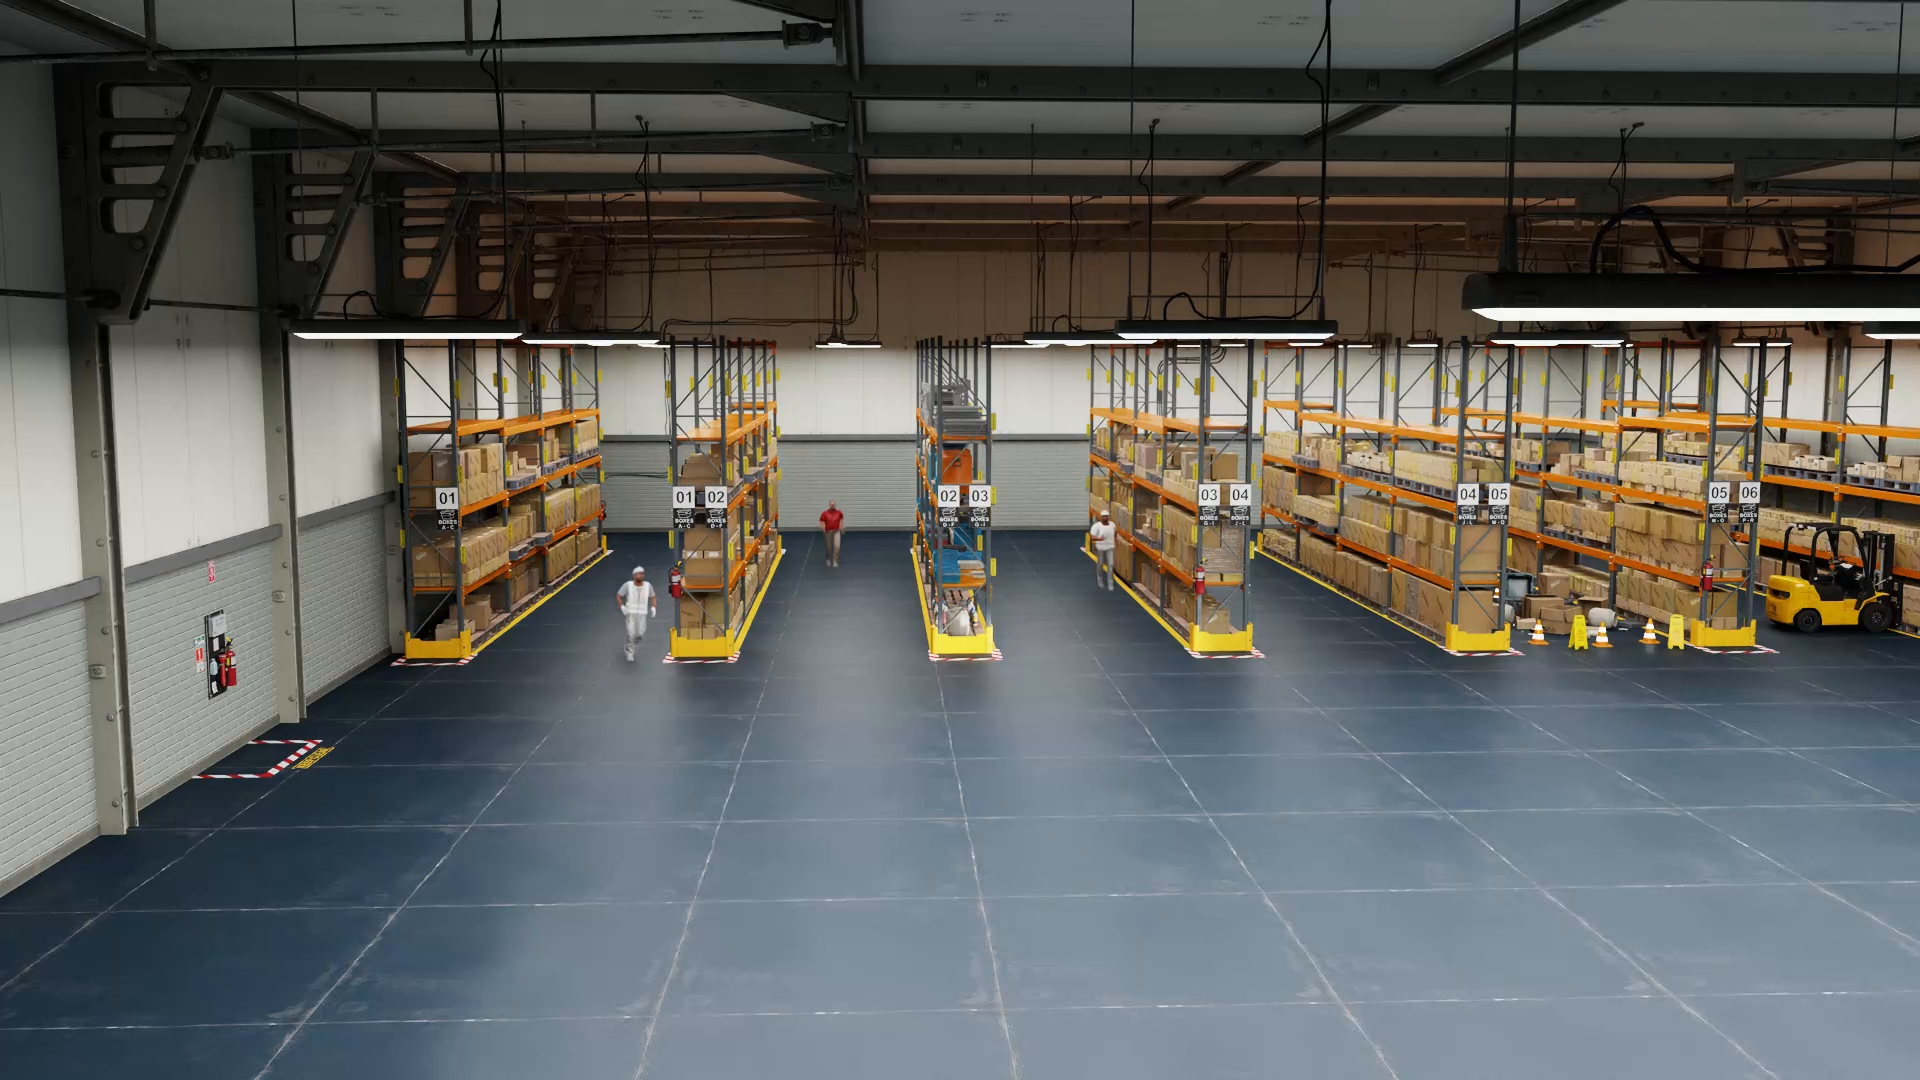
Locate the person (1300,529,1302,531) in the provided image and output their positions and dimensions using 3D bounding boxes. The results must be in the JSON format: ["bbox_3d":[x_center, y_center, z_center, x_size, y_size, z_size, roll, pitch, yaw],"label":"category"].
[{"bbox_3d":[9.903,-0.656,48.917,0.587,1.708,0.802,-6,9,-44],"label":"person"}]

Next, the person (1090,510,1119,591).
[{"bbox_3d":[3.307,0.215,37.998,0.684,1.804,0.864,-1,7,-8],"label":"person"}]

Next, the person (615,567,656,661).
[{"bbox_3d":[-6.008,1.368,30.907,0.752,1.723,0.548,-3,7,-24],"label":"person"}]

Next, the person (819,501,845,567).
[{"bbox_3d":[-3.241,-0.153,42.227,0.655,1.713,0.770,-1,7,-12],"label":"person"}]
